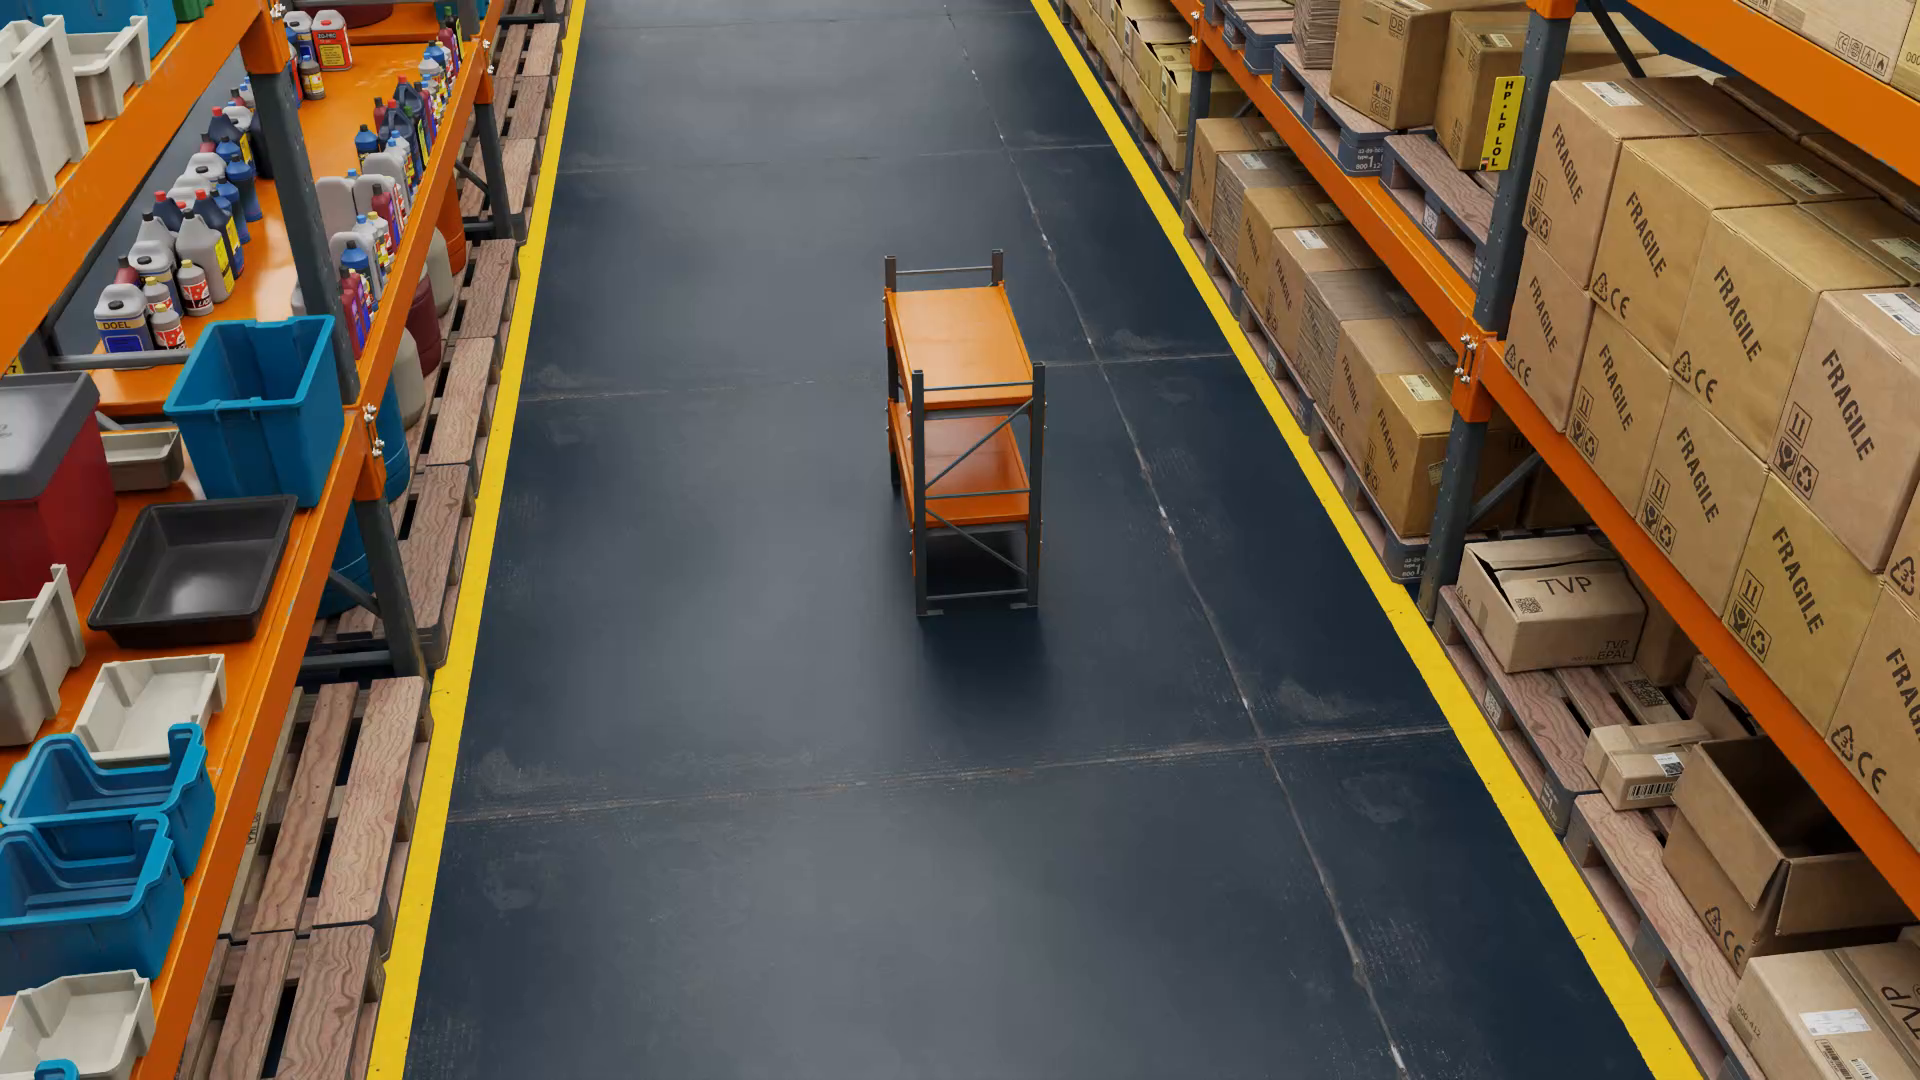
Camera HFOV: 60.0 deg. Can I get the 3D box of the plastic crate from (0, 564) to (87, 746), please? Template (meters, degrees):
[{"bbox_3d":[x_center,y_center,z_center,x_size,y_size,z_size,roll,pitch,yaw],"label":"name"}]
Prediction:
[{"bbox_3d":[-2.504,0.293,4.209,0.437,0.282,0.530,-4,35,-6],"label":"plastic crate"}]

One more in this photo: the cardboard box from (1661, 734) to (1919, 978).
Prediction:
[{"bbox_3d":[2.640,0.927,5.052,0.797,0.503,0.637,-4,35,-6],"label":"cardboard box"}]

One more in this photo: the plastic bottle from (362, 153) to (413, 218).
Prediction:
[{"bbox_3d":[-2.368,-1.480,6.868,0.152,0.276,0.135,-4,35,-6],"label":"plastic bottle"}]

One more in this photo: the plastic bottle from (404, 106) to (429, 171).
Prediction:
[{"bbox_3d":[-2.391,-1.773,7.291,0.061,0.283,0.133,-4,35,-6],"label":"plastic bottle"}]

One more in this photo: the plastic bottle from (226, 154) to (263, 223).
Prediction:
[{"bbox_3d":[-2.946,-1.450,6.828,0.097,0.271,0.097,0,34,0],"label":"plastic bottle"}]

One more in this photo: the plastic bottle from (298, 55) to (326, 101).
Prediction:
[{"bbox_3d":[-3.144,-2.243,8.055,0.097,0.201,0.097,0,34,0],"label":"plastic bottle"}]

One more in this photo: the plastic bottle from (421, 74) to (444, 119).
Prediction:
[{"bbox_3d":[-2.494,-2.088,7.827,0.097,0.201,0.097,0,34,0],"label":"plastic bottle"}]

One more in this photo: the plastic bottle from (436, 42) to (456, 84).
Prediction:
[{"bbox_3d":[-2.559,-2.360,8.225,0.097,0.201,0.097,0,34,0],"label":"plastic bottle"}]

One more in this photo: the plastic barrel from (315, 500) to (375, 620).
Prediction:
[{"bbox_3d":[-2.583,-0.209,6.383,0.600,0.901,0.708,-4,35,-6],"label":"plastic barrel"}]

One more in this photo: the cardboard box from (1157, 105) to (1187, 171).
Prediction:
[{"bbox_3d":[1.531,-2.515,10.346,0.500,0.250,0.500,-4,34,-5],"label":"cardboard box"}]

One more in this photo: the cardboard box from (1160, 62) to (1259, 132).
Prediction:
[{"bbox_3d":[1.529,-2.746,10.186,0.500,0.311,0.500,-3,34,-5],"label":"cardboard box"}]

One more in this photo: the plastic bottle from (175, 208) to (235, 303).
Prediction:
[{"bbox_3d":[-2.832,-1.076,6.210,0.144,0.351,0.185,-4,35,-6],"label":"plastic bottle"}]

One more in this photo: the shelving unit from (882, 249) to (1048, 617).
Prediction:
[{"bbox_3d":[0.001,-0.461,6.928,0.538,1.125,1.048,-4,35,-6],"label":"shelving unit"}]

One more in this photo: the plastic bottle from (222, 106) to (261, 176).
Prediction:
[{"bbox_3d":[-3.141,-1.739,7.248,0.152,0.276,0.135,-4,35,-6],"label":"plastic bottle"}]

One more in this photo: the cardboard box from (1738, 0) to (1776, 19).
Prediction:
[{"bbox_3d":[2.265,-1.579,4.373,0.500,0.250,0.500,-4,35,-6],"label":"cardboard box"}]

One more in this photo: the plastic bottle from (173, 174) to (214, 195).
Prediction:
[{"bbox_3d":[-3.035,-1.302,6.607,0.152,0.276,0.135,-4,35,-6],"label":"plastic bottle"}]

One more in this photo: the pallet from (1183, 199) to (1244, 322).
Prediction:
[{"bbox_3d":[1.907,-1.631,9.456,1.003,0.211,1.213,-4,35,-6],"label":"pallet"}]

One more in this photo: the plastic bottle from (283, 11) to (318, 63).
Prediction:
[{"bbox_3d":[-3.327,-2.513,8.383,0.152,0.276,0.135,-4,35,-6],"label":"plastic bottle"}]

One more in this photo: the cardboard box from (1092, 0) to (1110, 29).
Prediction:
[{"bbox_3d":[1.248,-3.886,11.860,0.500,0.311,0.500,-5,35,-8],"label":"cardboard box"}]

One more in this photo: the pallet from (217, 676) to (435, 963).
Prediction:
[{"bbox_3d":[-2.390,0.962,5.651,1.003,0.211,1.213,-4,35,-6],"label":"pallet"}]

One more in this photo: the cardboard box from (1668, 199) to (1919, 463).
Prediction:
[{"bbox_3d":[2.305,-0.566,4.441,0.500,0.500,0.500,-5,35,-8],"label":"cardboard box"}]

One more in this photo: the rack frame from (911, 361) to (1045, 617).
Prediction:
[{"bbox_3d":[0.069,-0.177,6.511,0.500,1.125,0.032,-4,35,-6],"label":"rack frame"}]

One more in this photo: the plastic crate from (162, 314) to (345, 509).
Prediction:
[{"bbox_3d":[-2.126,-0.381,5.107,0.392,0.384,0.575,-4,35,-6],"label":"plastic crate"}]

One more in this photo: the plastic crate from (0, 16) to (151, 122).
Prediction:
[{"bbox_3d":[-1.979,-1.047,3.694,0.293,0.136,0.466,-4,35,-6],"label":"plastic crate"}]

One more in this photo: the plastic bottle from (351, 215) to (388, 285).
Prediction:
[{"bbox_3d":[-2.250,-1.103,6.319,0.097,0.271,0.097,0,34,0],"label":"plastic bottle"}]

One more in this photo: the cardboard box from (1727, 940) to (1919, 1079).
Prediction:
[{"bbox_3d":[2.504,1.399,4.585,0.500,0.250,0.500,-4,35,-6],"label":"cardboard box"}]

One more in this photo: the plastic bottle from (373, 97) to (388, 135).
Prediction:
[{"bbox_3d":[-2.552,-1.836,7.385,0.061,0.283,0.133,-4,35,-6],"label":"plastic bottle"}]

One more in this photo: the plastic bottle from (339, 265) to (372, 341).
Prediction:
[{"bbox_3d":[-2.172,-0.861,5.953,0.061,0.283,0.133,-4,35,-6],"label":"plastic bottle"}]

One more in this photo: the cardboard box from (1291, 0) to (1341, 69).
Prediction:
[{"bbox_3d":[1.974,-2.550,7.867,0.700,0.500,0.500,2,34,3],"label":"cardboard box"}]

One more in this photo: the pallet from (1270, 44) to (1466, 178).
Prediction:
[{"bbox_3d":[2.110,-2.039,7.748,1.003,0.211,1.213,-4,35,-6],"label":"pallet"}]

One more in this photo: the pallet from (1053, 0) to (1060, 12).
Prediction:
[{"bbox_3d":[1.240,-4.730,14.003,1.003,0.211,1.213,-4,35,-6],"label":"pallet"}]

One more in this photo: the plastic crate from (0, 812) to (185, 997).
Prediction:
[{"bbox_3d":[-1.873,0.781,3.535,0.416,0.233,0.300,-4,35,-6],"label":"plastic crate"}]

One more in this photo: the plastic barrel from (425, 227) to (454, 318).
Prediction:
[{"bbox_3d":[-2.818,-1.395,8.470,0.421,0.512,0.421,0,34,0],"label":"plastic barrel"}]

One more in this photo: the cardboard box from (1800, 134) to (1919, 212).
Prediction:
[{"bbox_3d":[2.778,-0.877,4.897,0.500,0.500,0.500,-5,35,-7],"label":"cardboard box"}]

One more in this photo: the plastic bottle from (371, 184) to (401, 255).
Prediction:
[{"bbox_3d":[-2.273,-1.282,6.571,0.061,0.283,0.133,-4,35,-6],"label":"plastic bottle"}]

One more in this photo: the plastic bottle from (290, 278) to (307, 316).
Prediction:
[{"bbox_3d":[-2.259,-0.821,5.835,0.144,0.351,0.185,-4,35,-6],"label":"plastic bottle"}]

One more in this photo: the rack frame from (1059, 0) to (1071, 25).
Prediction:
[{"bbox_3d":[1.306,-5.435,12.562,1.000,3.000,0.127,-4,35,-6],"label":"rack frame"}]

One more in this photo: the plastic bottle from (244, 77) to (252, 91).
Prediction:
[{"bbox_3d":[-3.228,-1.982,7.610,0.097,0.271,0.097,0,34,0],"label":"plastic bottle"}]

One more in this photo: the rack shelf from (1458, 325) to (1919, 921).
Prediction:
[{"bbox_3d":[2.651,0.443,4.576,1.077,0.370,4.000,-4,35,-6],"label":"rack shelf"}]

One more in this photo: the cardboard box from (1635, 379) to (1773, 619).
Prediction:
[{"bbox_3d":[2.317,-0.142,4.706,0.500,0.500,0.500,-5,35,-7],"label":"cardboard box"}]

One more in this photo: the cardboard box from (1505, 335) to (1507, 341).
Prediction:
[{"bbox_3d":[2.475,-0.705,7.450,0.500,0.500,0.500,-4,34,-6],"label":"cardboard box"}]

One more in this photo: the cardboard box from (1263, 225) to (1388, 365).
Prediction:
[{"bbox_3d":[1.836,-1.213,8.196,0.500,0.500,0.500,-5,35,-8],"label":"cardboard box"}]

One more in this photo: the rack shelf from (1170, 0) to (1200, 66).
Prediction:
[{"bbox_3d":[1.575,-4.022,11.127,1.077,0.370,4.000,-4,35,-6],"label":"rack shelf"}]

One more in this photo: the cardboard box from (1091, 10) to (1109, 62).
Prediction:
[{"bbox_3d":[1.254,-3.654,12.017,0.500,0.250,0.500,-5,35,-8],"label":"cardboard box"}]

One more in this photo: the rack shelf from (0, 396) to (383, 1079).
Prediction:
[{"bbox_3d":[-2.258,0.816,4.028,1.077,0.370,4.000,-4,35,-6],"label":"rack shelf"}]

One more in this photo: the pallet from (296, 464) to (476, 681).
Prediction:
[{"bbox_3d":[-2.590,0.121,6.885,1.003,0.211,1.213,-4,35,-6],"label":"pallet"}]

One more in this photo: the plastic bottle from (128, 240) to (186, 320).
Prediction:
[{"bbox_3d":[-2.950,-0.946,6.084,0.152,0.276,0.135,-4,35,-6],"label":"plastic bottle"}]
